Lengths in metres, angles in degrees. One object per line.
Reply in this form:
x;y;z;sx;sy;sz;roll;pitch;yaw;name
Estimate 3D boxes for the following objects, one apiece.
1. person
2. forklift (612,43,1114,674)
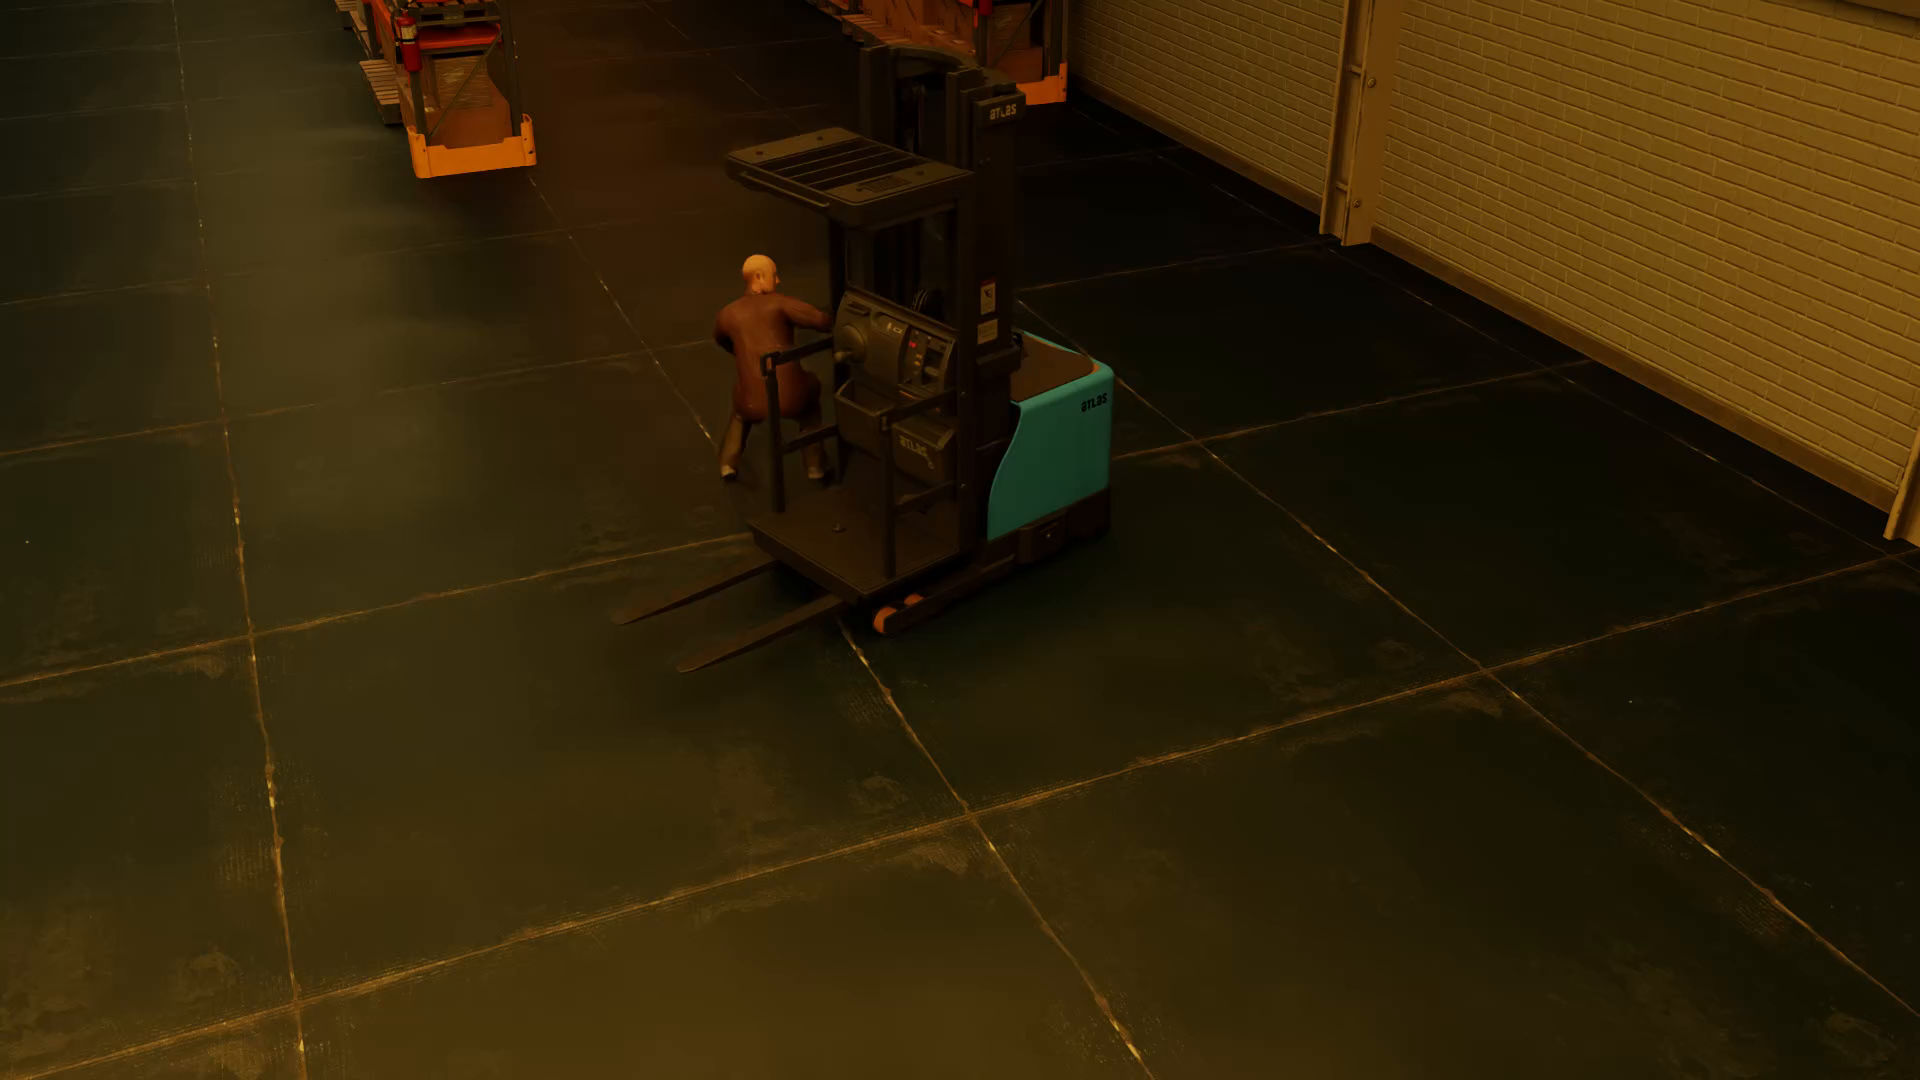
-1.145;-1.065;10.448;0.847;1.535;0.913;3;30;6;person
-0.517;-1.031;8.923;3.031;2.935;1.130;-24;38;-36;forklift
